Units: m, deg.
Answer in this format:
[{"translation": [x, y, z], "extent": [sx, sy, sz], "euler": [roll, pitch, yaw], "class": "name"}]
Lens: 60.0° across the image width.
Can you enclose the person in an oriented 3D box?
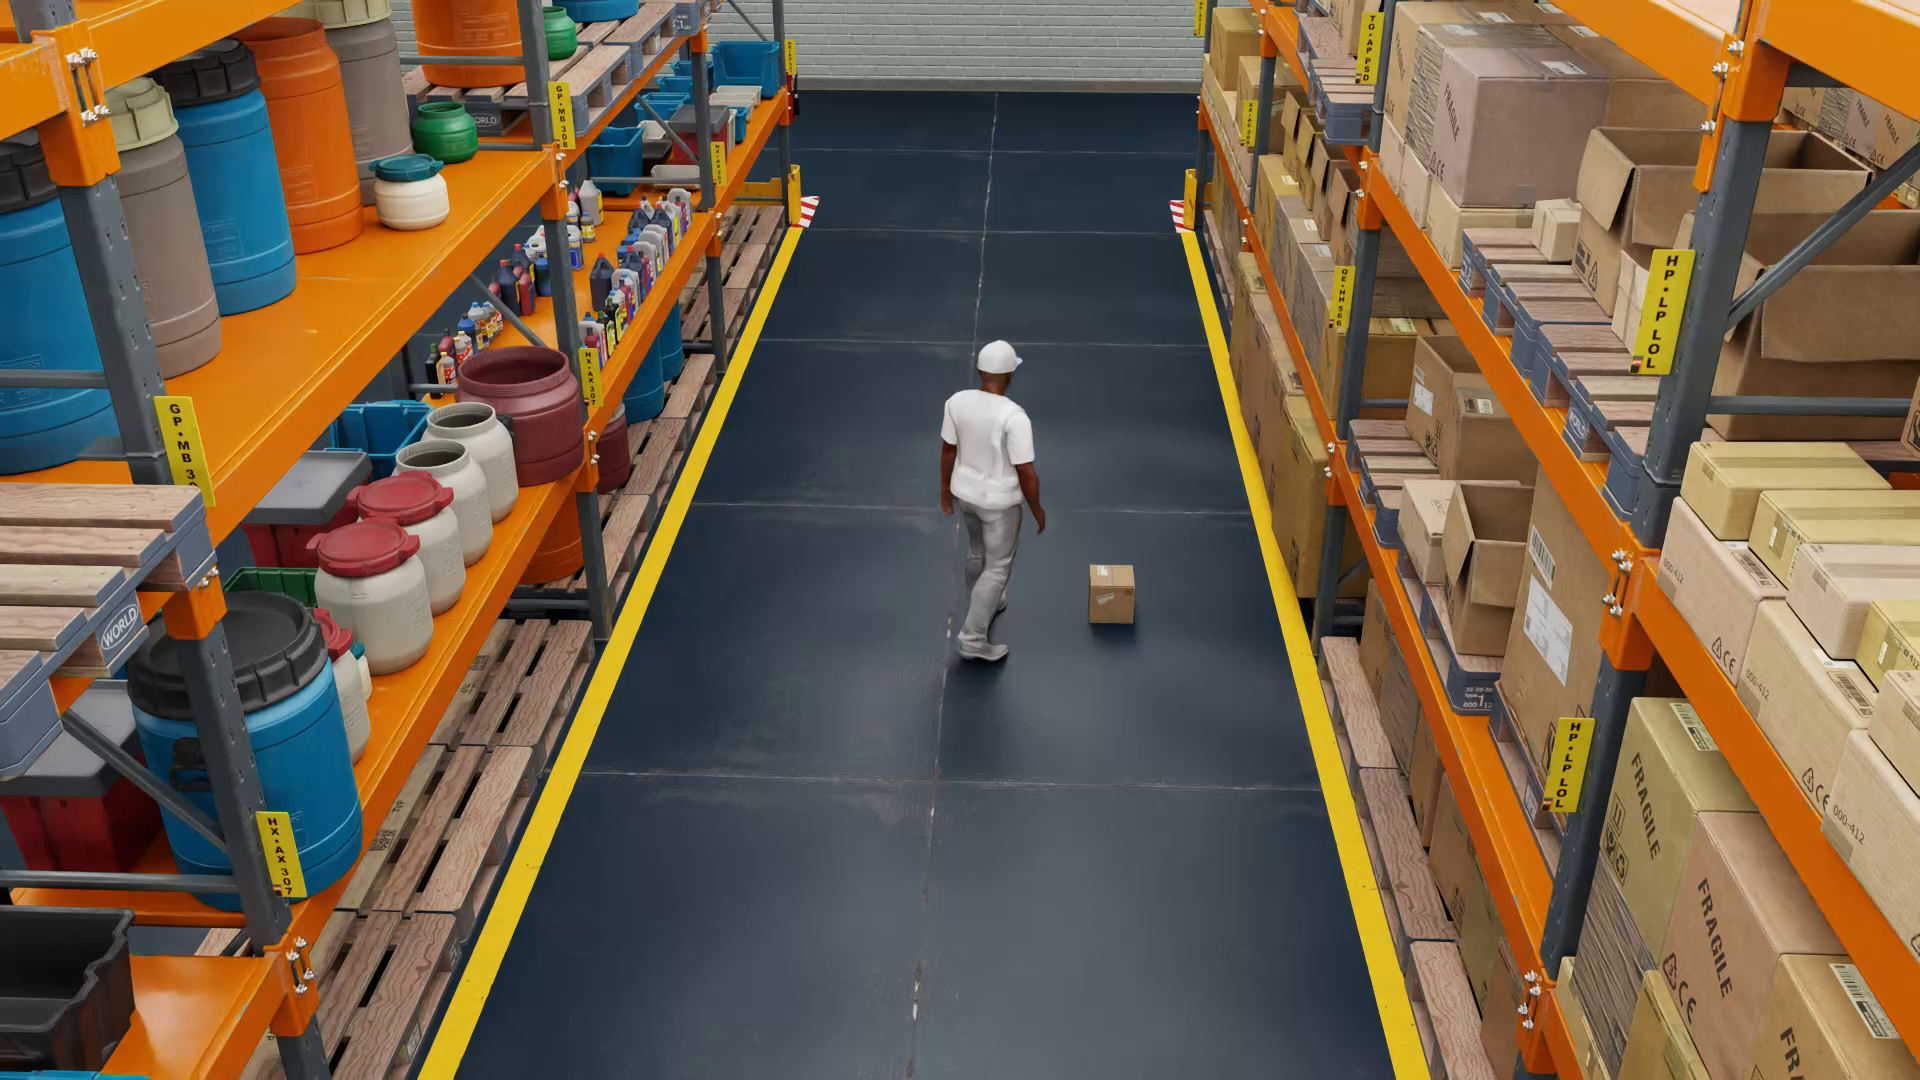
[{"translation": [0.158, -0.231, 9.049], "extent": [0.635, 1.755, 0.723], "euler": [22, 35, 35], "class": "person"}]
